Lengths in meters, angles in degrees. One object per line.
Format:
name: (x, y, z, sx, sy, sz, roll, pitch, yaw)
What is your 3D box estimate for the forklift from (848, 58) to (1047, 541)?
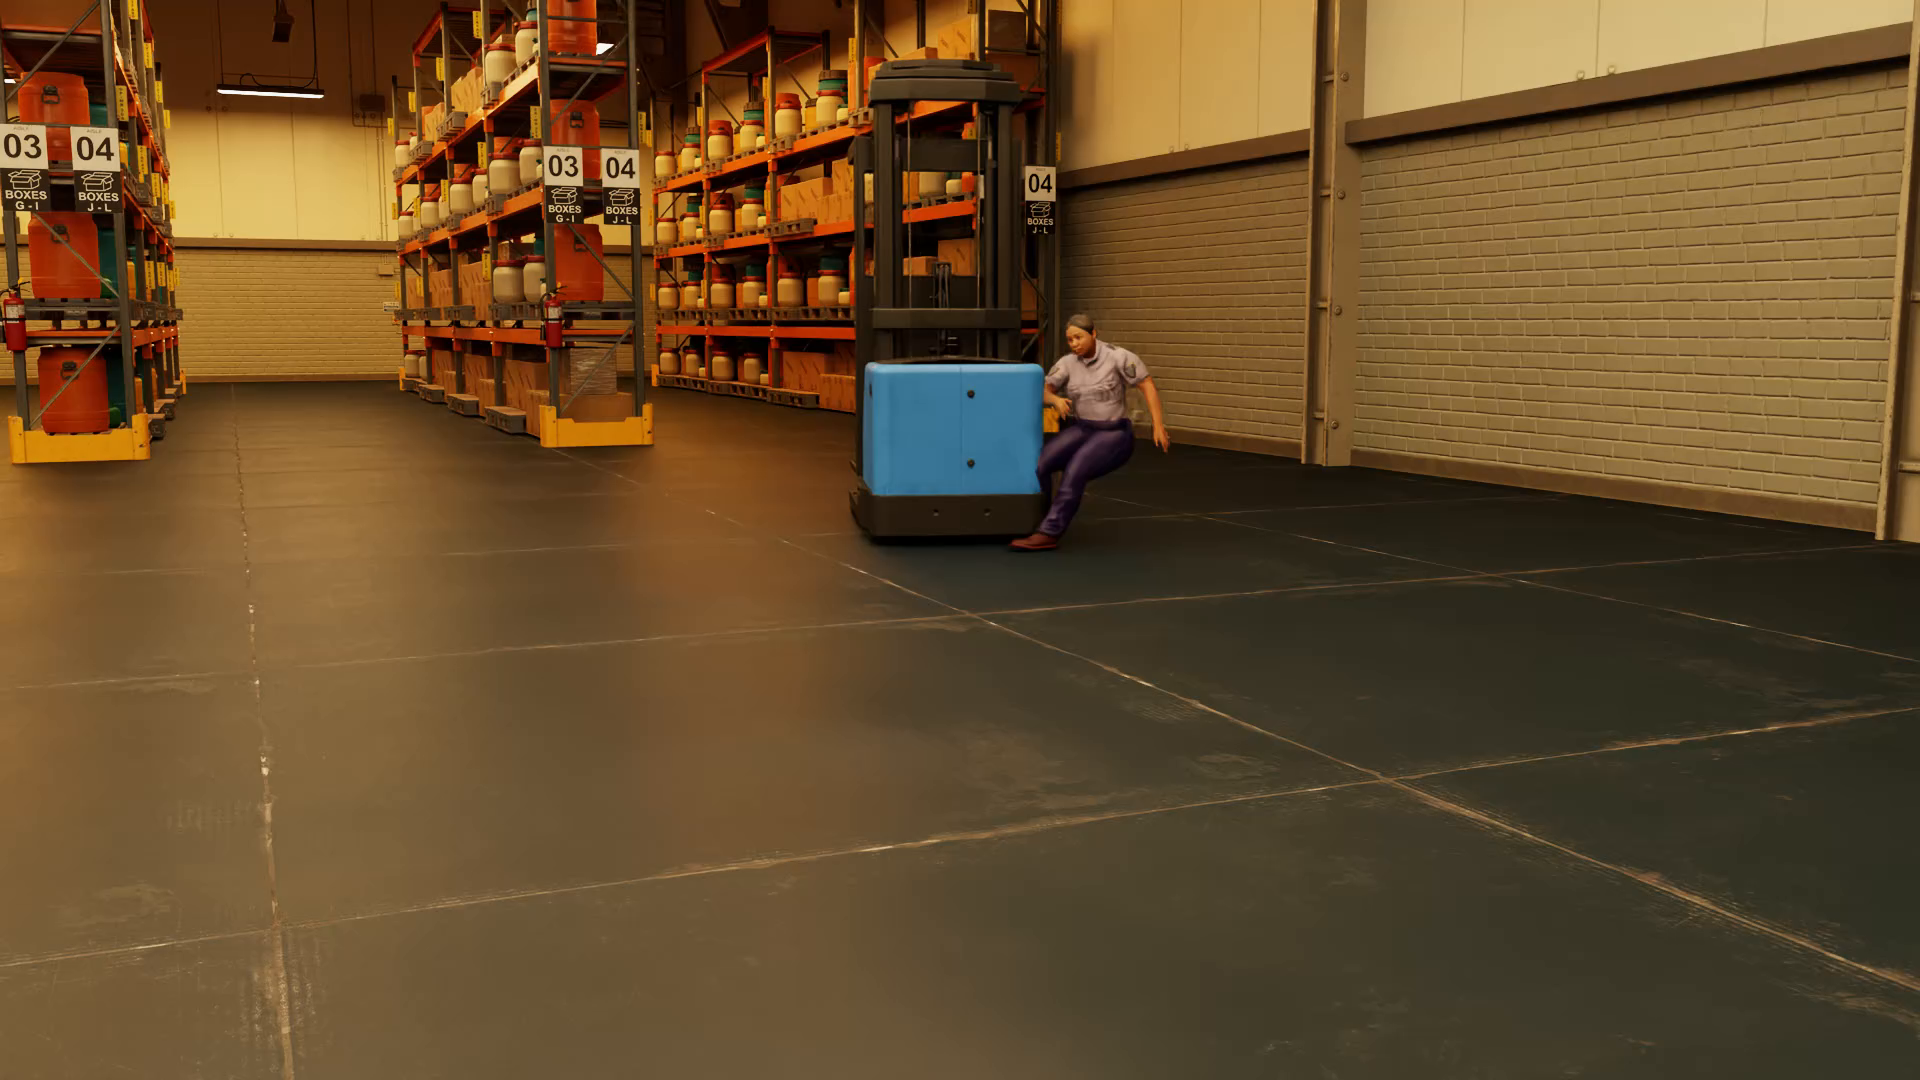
forklift: (-0.174, -1.606, 11.119, 1.130, 2.935, 3.031, -1, 8, -7)

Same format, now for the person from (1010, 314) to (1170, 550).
person: (0.688, -0.609, 9.794, 0.858, 1.431, 0.871, 6, 9, 37)
